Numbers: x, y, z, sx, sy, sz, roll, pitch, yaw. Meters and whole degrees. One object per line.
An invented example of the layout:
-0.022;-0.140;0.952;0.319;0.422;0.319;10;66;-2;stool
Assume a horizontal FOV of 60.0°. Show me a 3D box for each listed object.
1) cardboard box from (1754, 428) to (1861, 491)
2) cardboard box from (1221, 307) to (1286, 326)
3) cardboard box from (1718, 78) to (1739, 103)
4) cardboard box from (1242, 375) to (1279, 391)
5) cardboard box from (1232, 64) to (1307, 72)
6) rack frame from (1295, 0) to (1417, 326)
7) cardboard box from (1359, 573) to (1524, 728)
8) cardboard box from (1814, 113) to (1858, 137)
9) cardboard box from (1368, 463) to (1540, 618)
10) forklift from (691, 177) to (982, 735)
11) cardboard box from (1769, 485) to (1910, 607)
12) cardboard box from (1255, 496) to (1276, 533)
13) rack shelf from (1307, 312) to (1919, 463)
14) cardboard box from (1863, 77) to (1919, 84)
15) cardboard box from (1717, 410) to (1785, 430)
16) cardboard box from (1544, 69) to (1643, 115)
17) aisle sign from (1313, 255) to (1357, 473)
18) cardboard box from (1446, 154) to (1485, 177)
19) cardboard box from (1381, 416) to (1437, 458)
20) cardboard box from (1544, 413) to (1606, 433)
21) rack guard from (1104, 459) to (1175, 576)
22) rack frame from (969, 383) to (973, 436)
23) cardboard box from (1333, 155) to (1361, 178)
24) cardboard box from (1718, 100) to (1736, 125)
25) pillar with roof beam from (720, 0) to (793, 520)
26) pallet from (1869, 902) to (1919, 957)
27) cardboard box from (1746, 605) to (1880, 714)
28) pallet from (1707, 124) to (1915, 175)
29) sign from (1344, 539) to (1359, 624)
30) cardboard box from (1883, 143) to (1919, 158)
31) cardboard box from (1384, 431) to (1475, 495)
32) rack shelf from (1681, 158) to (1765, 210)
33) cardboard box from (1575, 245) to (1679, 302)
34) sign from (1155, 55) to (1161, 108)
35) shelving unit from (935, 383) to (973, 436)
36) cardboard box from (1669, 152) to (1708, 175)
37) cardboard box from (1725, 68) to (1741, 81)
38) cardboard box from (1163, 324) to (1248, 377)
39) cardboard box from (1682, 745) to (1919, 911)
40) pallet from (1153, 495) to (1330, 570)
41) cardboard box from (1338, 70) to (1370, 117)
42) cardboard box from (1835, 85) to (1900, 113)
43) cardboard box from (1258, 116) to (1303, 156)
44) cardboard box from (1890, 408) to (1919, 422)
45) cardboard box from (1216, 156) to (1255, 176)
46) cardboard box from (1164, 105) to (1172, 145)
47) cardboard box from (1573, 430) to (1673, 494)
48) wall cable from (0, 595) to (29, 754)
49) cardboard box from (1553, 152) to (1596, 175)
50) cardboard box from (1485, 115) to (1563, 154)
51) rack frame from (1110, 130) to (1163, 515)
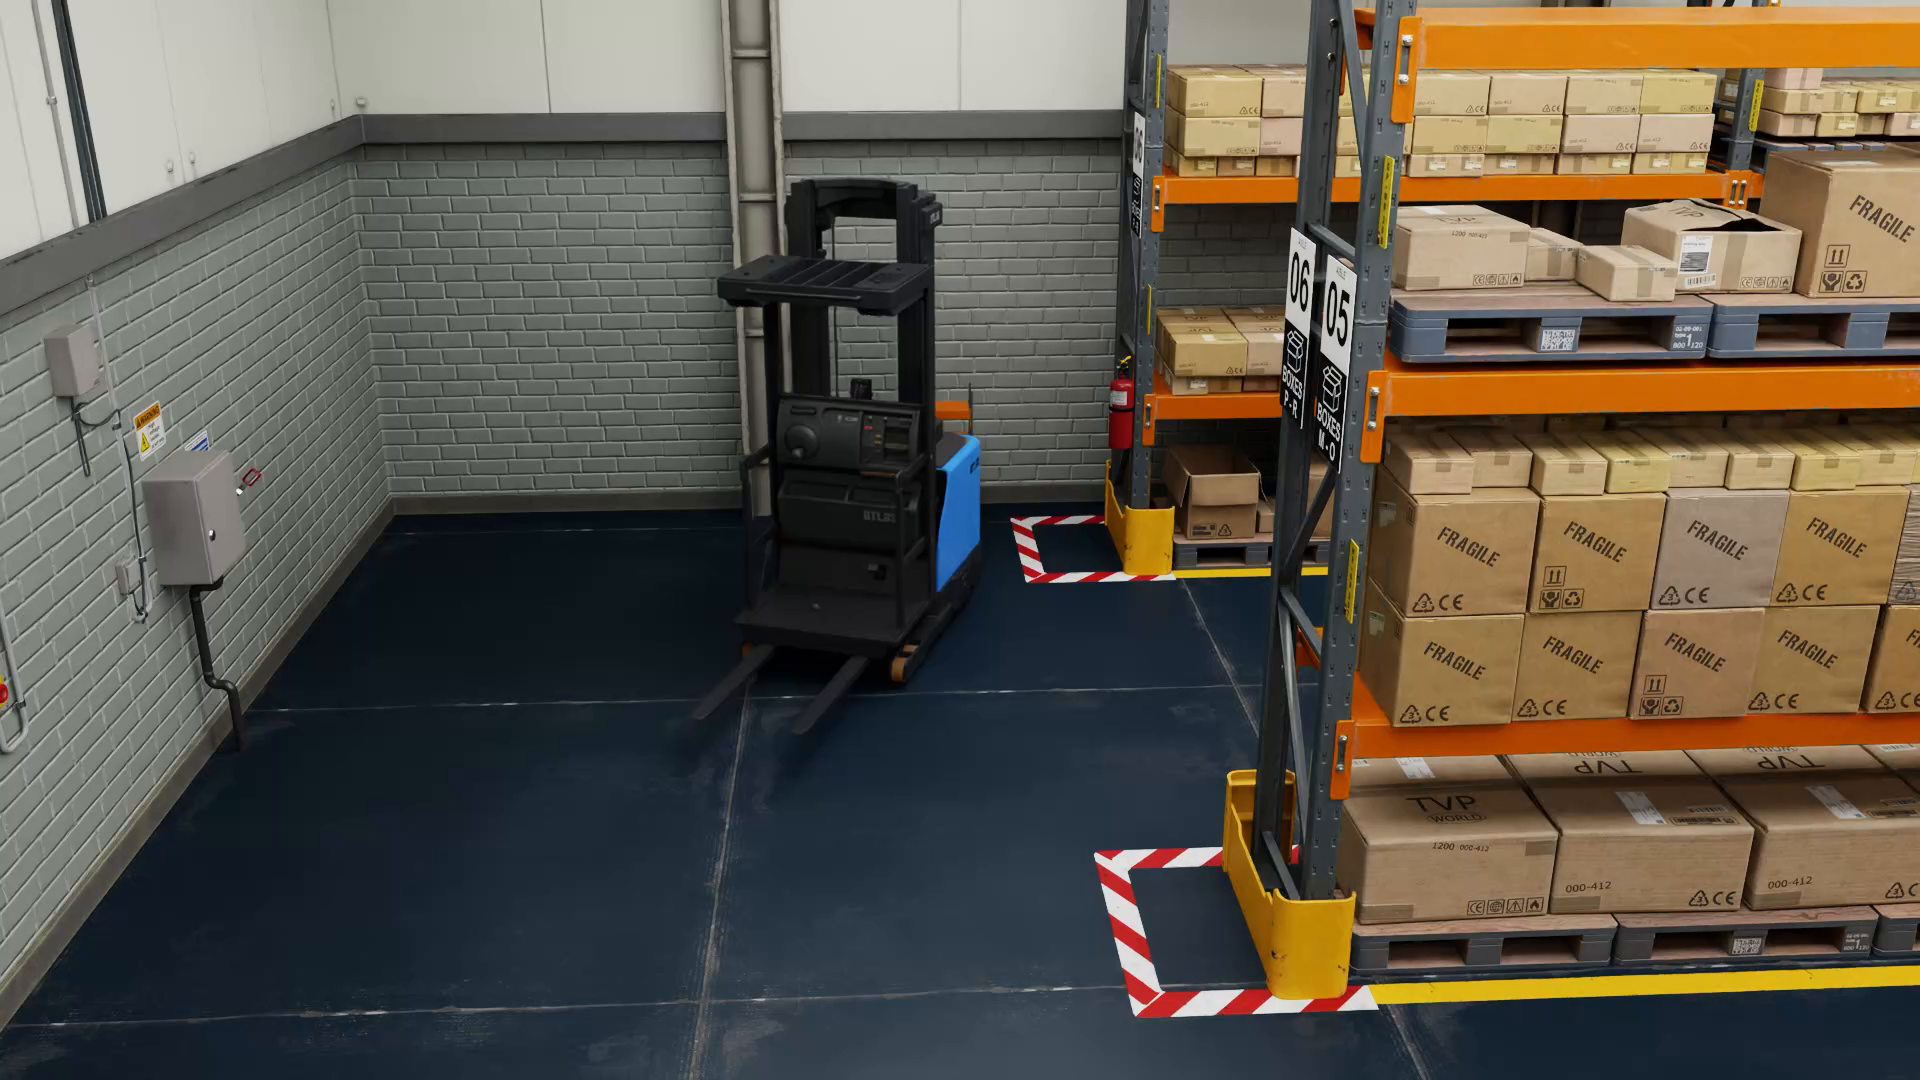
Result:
3.458;-0.333;6.821;0.250;0.149;0.380;-2;21;-4;cardboard box
2.209;-1.536;12.232;0.500;0.250;0.500;-1;21;-3;cardboard box
5.537;-3.148;11.663;0.250;0.149;0.380;-1;21;-4;cardboard box
2.106;-1.184;11.869;0.250;0.149;0.380;-1;21;-4;cardboard box
2.198;-3.176;11.622;0.500;0.250;0.500;-2;21;-5;cardboard box
1.538;-2.394;6.261;0.127;3.000;1.000;-1;21;-3;rack frame
2.033;0.456;7.068;0.500;0.500;0.500;-1;21;-3;cardboard box
5.825;-2.819;11.217;0.250;0.149;0.380;-1;21;-2;cardboard box
2.033;-0.013;6.892;0.500;0.500;0.500;-2;21;-4;cardboard box
-0.760;-0.639;10.180;1.130;2.935;3.031;6;22;16;forklift
3.560;-0.049;6.989;0.500;0.500;0.500;-1;21;-3;cardboard box
2.293;-0.191;12.322;0.250;0.149;0.380;-2;21;-5;cardboard box
3.534;-0.696;7.029;4.000;0.370;1.077;-1;21;-3;rack shelf
6.566;-3.168;11.714;0.250;0.149;0.380;-2;21;-5;cardboard box
3.418;-0.530;7.339;0.250;0.149;0.380;0;21;-1;cardboard box
4.248;-3.030;11.237;0.500;0.250;0.500;-1;21;-4;cardboard box
1.482;-0.700;6.591;0.004;0.787;0.394;-1;21;-3;aisle sign
3.367;-2.565;11.279;0.250;0.149;0.380;-1;21;-2;cardboard box
1.884;-0.486;7.223;0.250;0.149;0.380;-1;21;-2;cardboard box
2.643;-0.525;7.326;0.250;0.149;0.380;-1;21;-2;cardboard box
1.326;-0.186;12.408;0.348;0.500;1.175;-1;21;-3;rack guard
0.078;-0.562;12.412;0.015;1.200;0.240;-1;21;-3;rack frame
2.615;-2.552;11.245;0.250;0.149;0.380;-1;21;-3;cardboard box
5.543;-2.993;11.672;0.250;0.149;0.380;-1;21;-3;cardboard box
-1.247;-2.893;7.572;0.400;9.000;9.100;-1;21;-3;pillar with roof beam
4.767;1.620;8.070;1.213;0.211;1.003;-1;21;-3;pallet
3.545;0.415;7.174;0.500;0.500;0.500;0;21;-1;cardboard box
5.899;-2.737;11.642;1.003;0.211;1.213;-1;21;-3;pallet
1.563;0.166;6.642;0.005;0.325;0.100;-1;21;-3;sign
4.186;-1.325;6.795;0.637;0.503;0.797;0;21;1;cardboard box
1.908;-0.316;6.778;0.250;0.149;0.380;-1;21;-2;cardboard box
7.241;-2.541;11.874;4.000;0.370;1.077;-1;21;-3;rack shelf
2.637;-1.058;6.590;0.250;0.149;0.380;0;21;-1;cardboard box
1.282;-2.971;10.764;0.005;0.325;0.100;-1;21;-3;sign
-0.165;-0.557;12.399;0.503;1.200;0.258;-1;21;-3;shelving unit
4.902;-2.607;11.389;0.250;0.149;0.380;-1;21;-3;cardboard box
5.546;-3.325;11.545;0.258;0.266;0.396;-1;21;-4;cardboard box
1.719;-1.336;11.706;0.500;0.250;0.500;-1;21;-3;cardboard box
4.004;1.323;7.941;0.875;0.438;0.875;-2;21;-5;cardboard box
2.122;-0.068;12.503;1.213;0.211;1.003;-1;21;-3;pallet
2.717;-2.996;11.149;0.500;0.250;0.500;-1;21;-4;cardboard box
6.085;-2.972;11.200;0.250;0.149;0.380;-2;21;-4;cardboard box
2.215;-2.753;11.214;0.500;0.250;0.500;-1;21;-2;cardboard box
4.175;-0.565;7.431;0.250;0.149;0.380;-2;21;-5;cardboard box
1.842;-2.576;11.309;0.250;0.149;0.380;-1;21;-2;cardboard box
1.679;-2.930;11.677;0.500;0.250;0.500;-2;21;-4;cardboard box
2.693;-0.323;6.796;0.250;0.149;0.380;-2;21;-5;cardboard box
-4.091;0.043;6.819;0.123;1.953;0.585;-1;21;-3;wall cable
4.143;-2.597;11.364;0.250;0.149;0.380;-1;21;-3;cardboard box
3.746;-2.786;11.299;0.500;0.250;0.500;-1;21;-2;cardboard box
1.250;-1.353;11.959;0.127;3.000;1.000;-1;21;-3;rack frame
